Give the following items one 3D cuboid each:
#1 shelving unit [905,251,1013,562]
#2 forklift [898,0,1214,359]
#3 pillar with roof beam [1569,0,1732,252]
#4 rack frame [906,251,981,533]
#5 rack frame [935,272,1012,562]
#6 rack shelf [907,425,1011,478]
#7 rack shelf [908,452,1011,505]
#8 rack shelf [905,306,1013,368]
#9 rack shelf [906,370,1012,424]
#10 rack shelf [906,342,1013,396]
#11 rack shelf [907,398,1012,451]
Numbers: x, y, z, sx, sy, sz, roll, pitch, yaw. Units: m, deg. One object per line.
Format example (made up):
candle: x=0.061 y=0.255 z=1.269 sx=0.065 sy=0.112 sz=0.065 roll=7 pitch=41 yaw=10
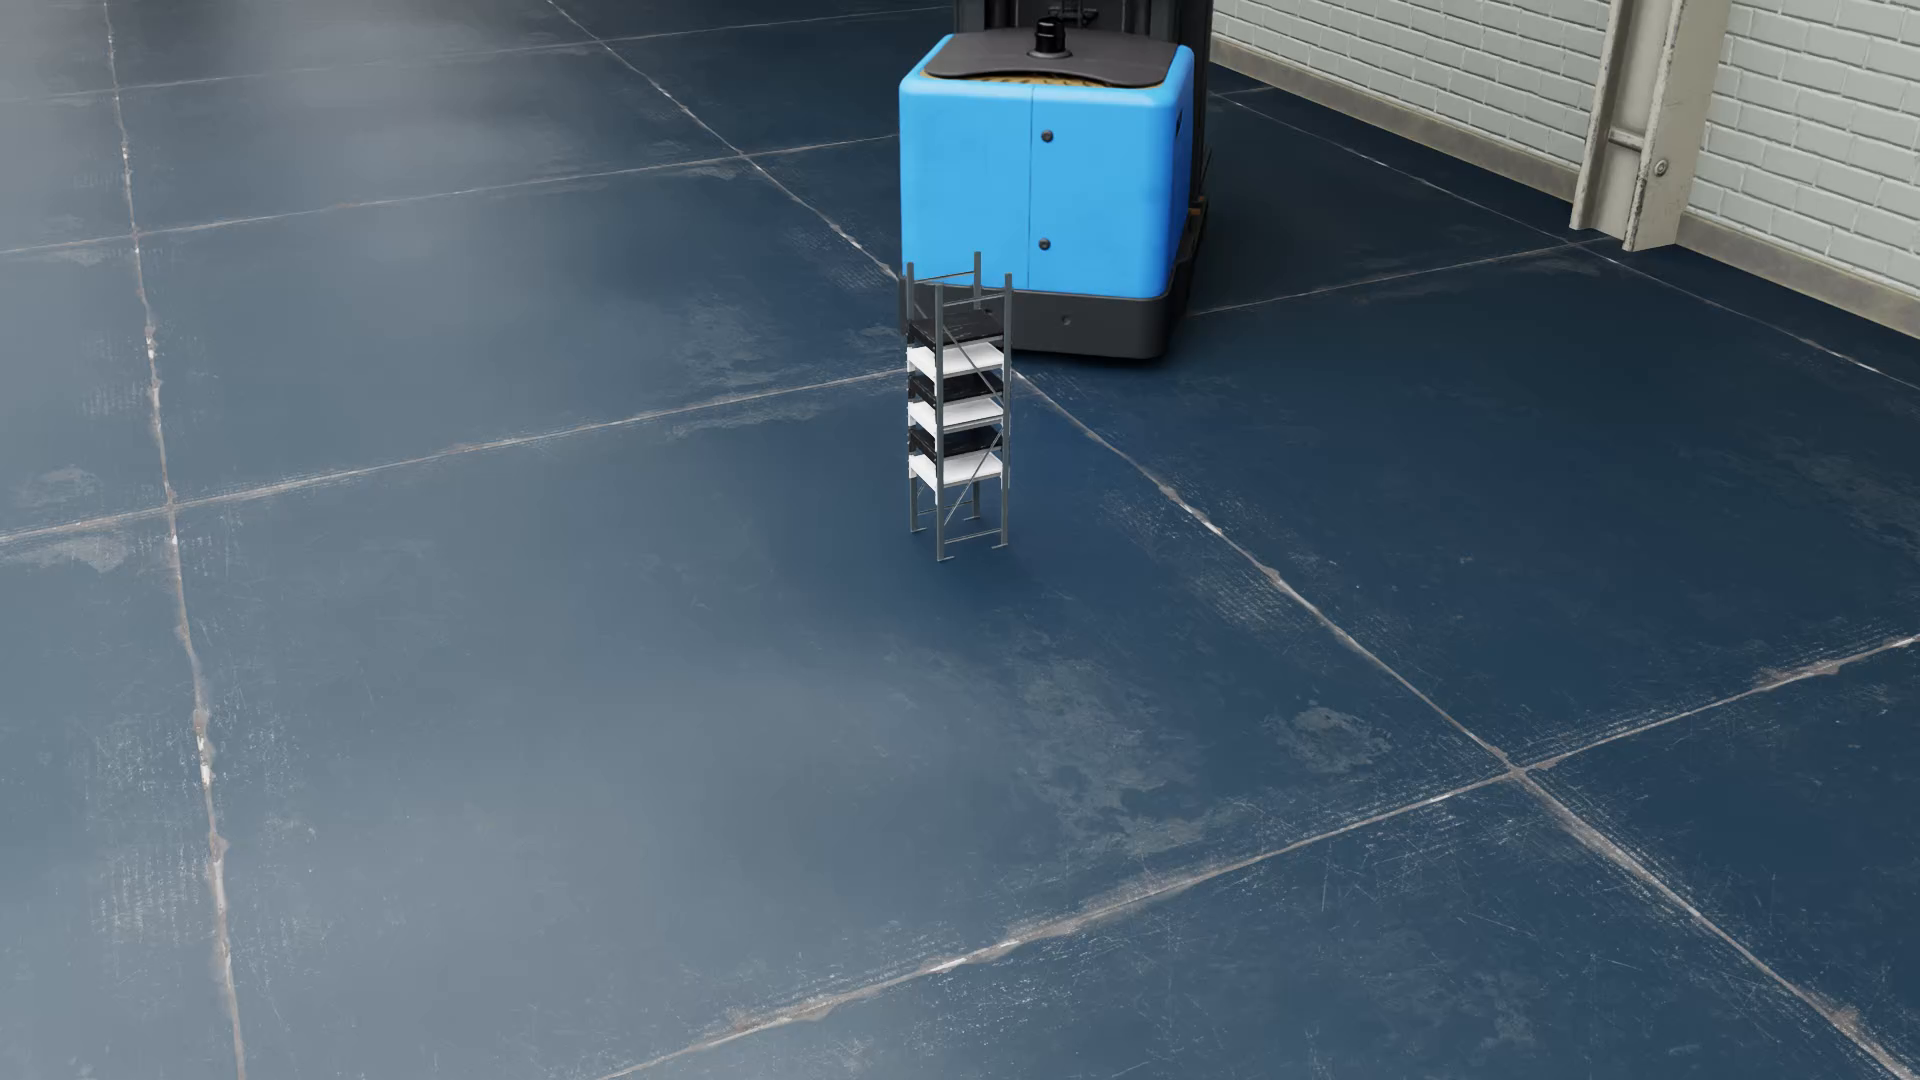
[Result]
shelving unit: x=-0.003 y=-0.396 z=5.036 sx=0.258 sy=0.900 sz=0.210 roll=-13 pitch=32 yaw=-22
forklift: x=0.566 y=-2.672 z=7.019 sx=1.130 sy=2.935 sz=3.031 roll=6 pitch=30 yaw=10
pillar with roof beam: x=-0.772 y=-4.457 z=3.998 sx=9.100 sy=9.000 sz=0.400 roll=-13 pitch=32 yaw=-22
rack frame: x=-0.047 y=-0.441 z=5.116 sx=0.240 sy=0.900 sz=0.006 roll=-13 pitch=32 yaw=-22
rack frame: x=0.040 y=-0.351 z=4.956 sx=0.240 sy=0.900 sz=0.006 roll=-13 pitch=32 yaw=-22
rack shelf: x=-0.003 y=-0.289 z=5.097 sx=0.258 sy=0.077 sz=0.200 roll=-13 pitch=32 yaw=-22
rack shelf: x=-0.003 y=-0.210 z=5.141 sx=0.258 sy=0.077 sz=0.200 roll=-13 pitch=32 yaw=-22
rack shelf: x=-0.003 y=-0.603 z=4.921 sx=0.258 sy=0.077 sz=0.200 roll=-13 pitch=32 yaw=-22
rack shelf: x=-0.003 y=-0.446 z=5.009 sx=0.258 sy=0.077 sz=0.200 roll=-13 pitch=32 yaw=-22
rack shelf: x=-0.003 y=-0.524 z=4.965 sx=0.258 sy=0.077 sz=0.200 roll=-13 pitch=32 yaw=-22
rack shelf: x=-0.003 y=-0.367 z=5.053 sx=0.258 sy=0.077 sz=0.200 roll=-13 pitch=32 yaw=-22
